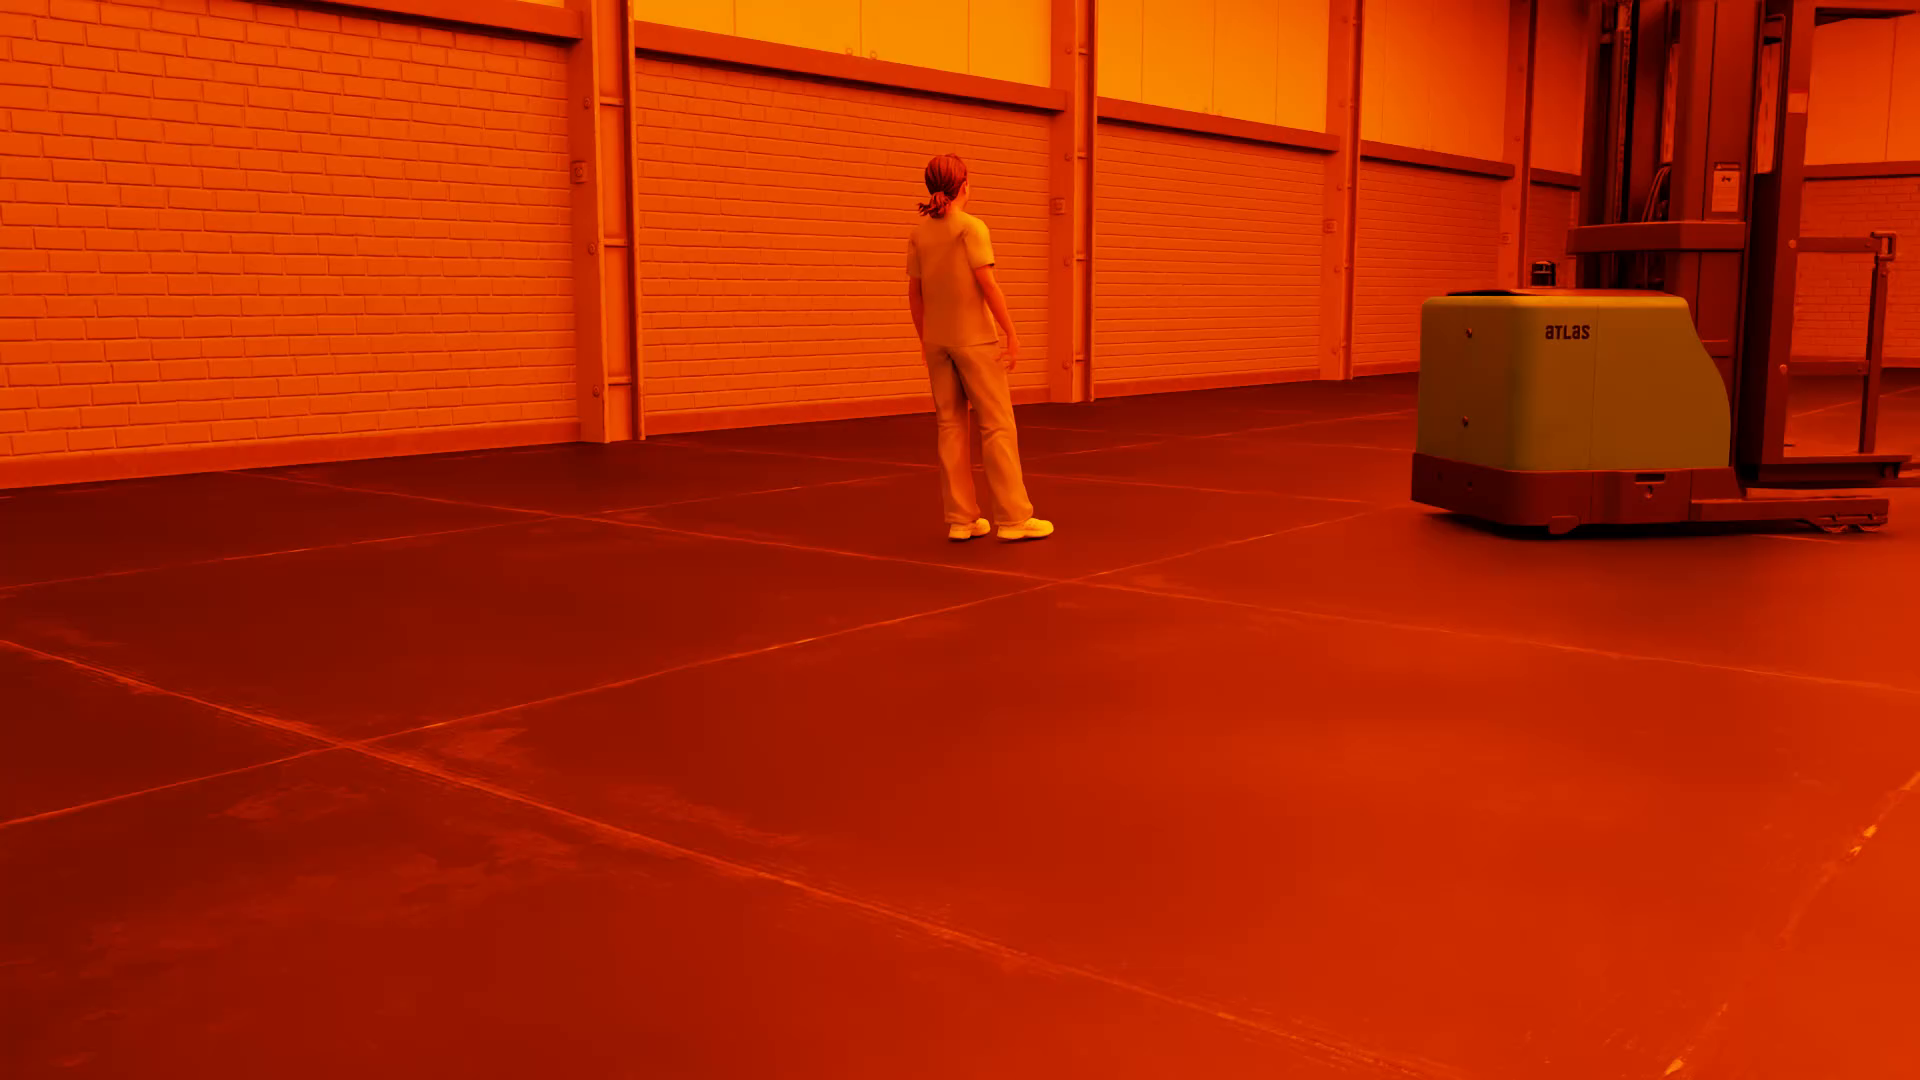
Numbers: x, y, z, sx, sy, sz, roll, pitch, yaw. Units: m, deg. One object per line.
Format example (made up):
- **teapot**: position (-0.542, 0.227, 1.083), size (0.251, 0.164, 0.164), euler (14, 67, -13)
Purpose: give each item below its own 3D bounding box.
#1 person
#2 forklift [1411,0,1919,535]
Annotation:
- **person**: position (0.057, -0.844, 7.330), size (0.549, 1.675, 0.549), euler (7, 11, 38)
- **forklift**: position (3.808, -1.555, 7.908), size (3.031, 2.935, 1.130), euler (-2, 8, -11)
